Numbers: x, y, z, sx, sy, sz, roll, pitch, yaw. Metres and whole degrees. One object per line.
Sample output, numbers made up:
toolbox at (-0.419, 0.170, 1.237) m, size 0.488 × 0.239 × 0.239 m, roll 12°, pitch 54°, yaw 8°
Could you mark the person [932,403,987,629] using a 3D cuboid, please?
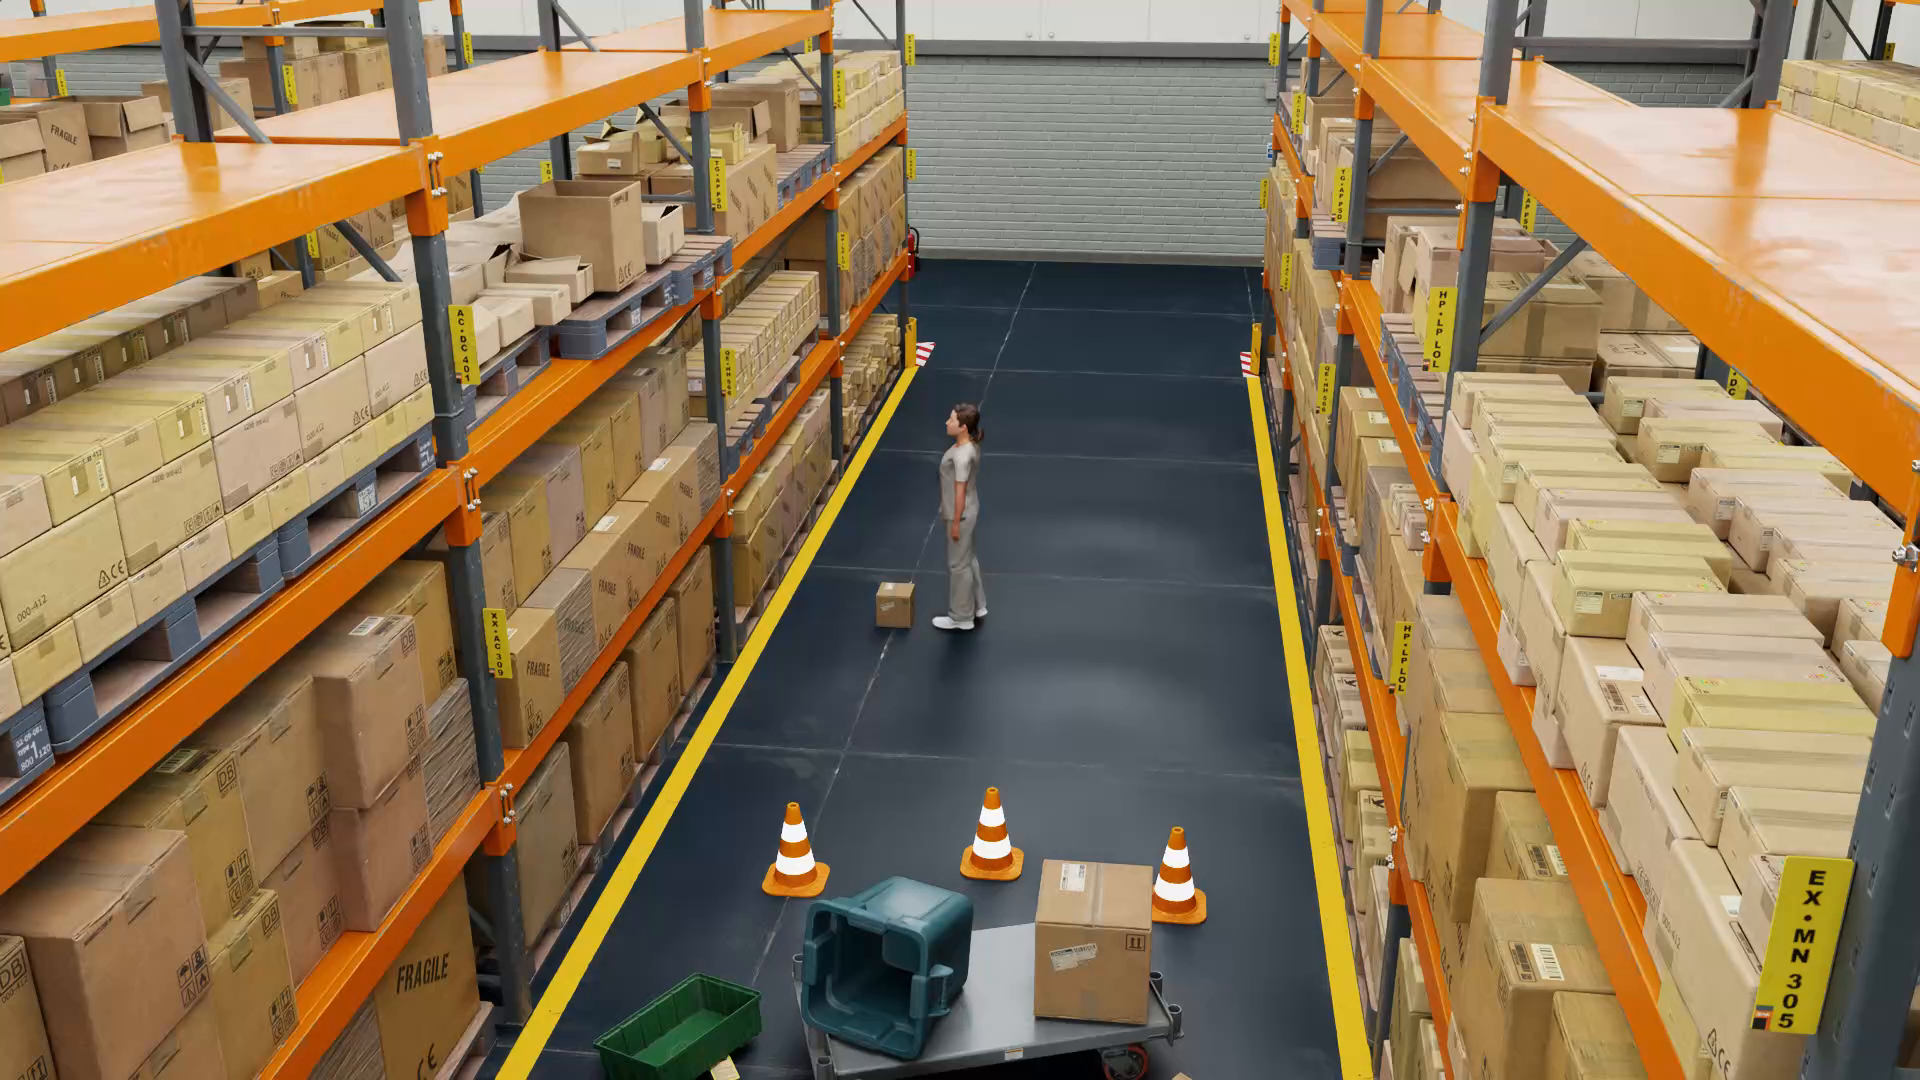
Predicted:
person at (0.000, -0.170, 11.924) m, size 0.382 × 1.695 × 0.500 m, roll 3°, pitch 21°, yaw 7°
